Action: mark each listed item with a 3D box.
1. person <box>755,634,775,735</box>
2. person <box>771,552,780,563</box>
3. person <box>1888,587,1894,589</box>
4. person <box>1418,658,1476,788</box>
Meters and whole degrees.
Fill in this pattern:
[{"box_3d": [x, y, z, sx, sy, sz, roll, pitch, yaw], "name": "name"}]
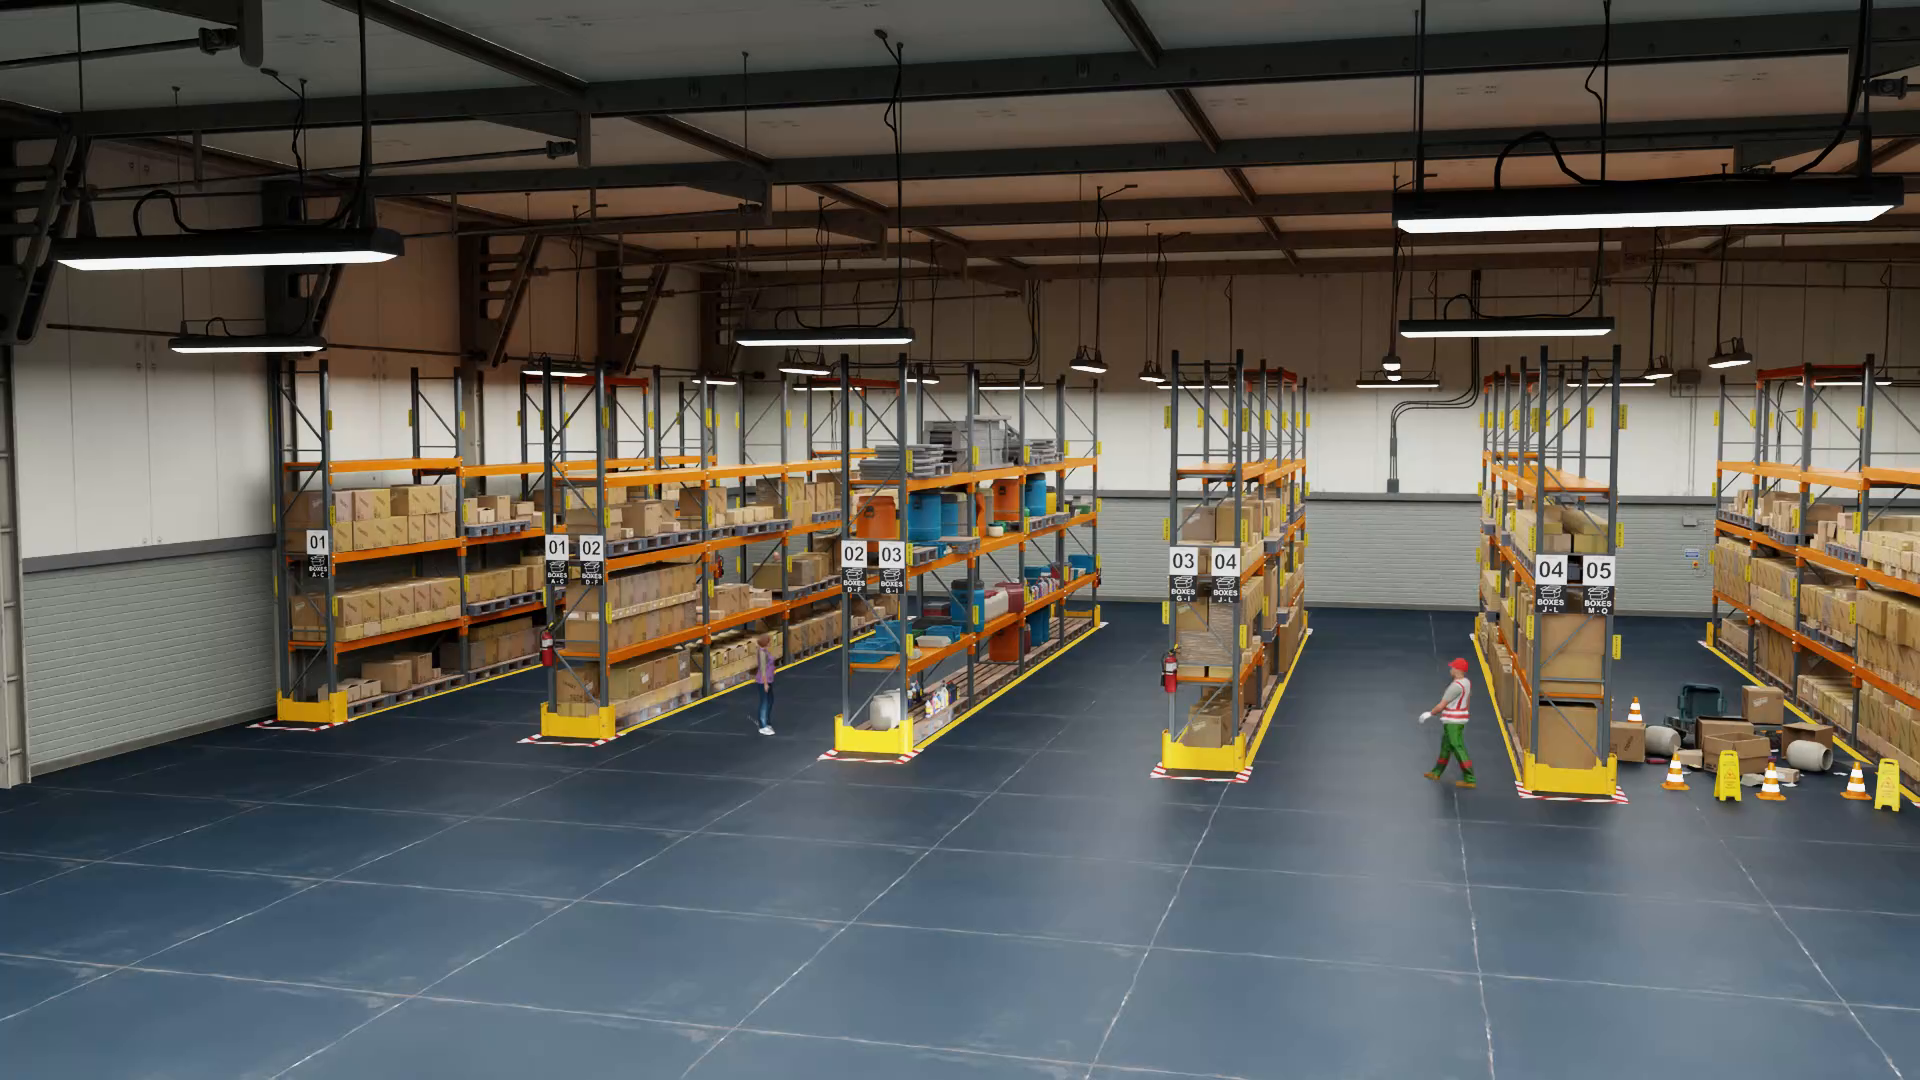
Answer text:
[{"box_3d": [-3.122, 2.323, 26.624, 0.323, 1.665, 0.468, 0, 4, 6], "name": "person"}, {"box_3d": [-4.527, 1.169, 41.428, 0.448, 1.731, 0.553, 3, 5, 33], "name": "person"}, {"box_3d": [19.232, 1.687, 34.612, 0.475, 1.694, 0.502, 2, 5, 30], "name": "person"}, {"box_3d": [6.674, 2.475, 22.777, 0.650, 1.743, 0.944, -4, 6, -42], "name": "person"}]
